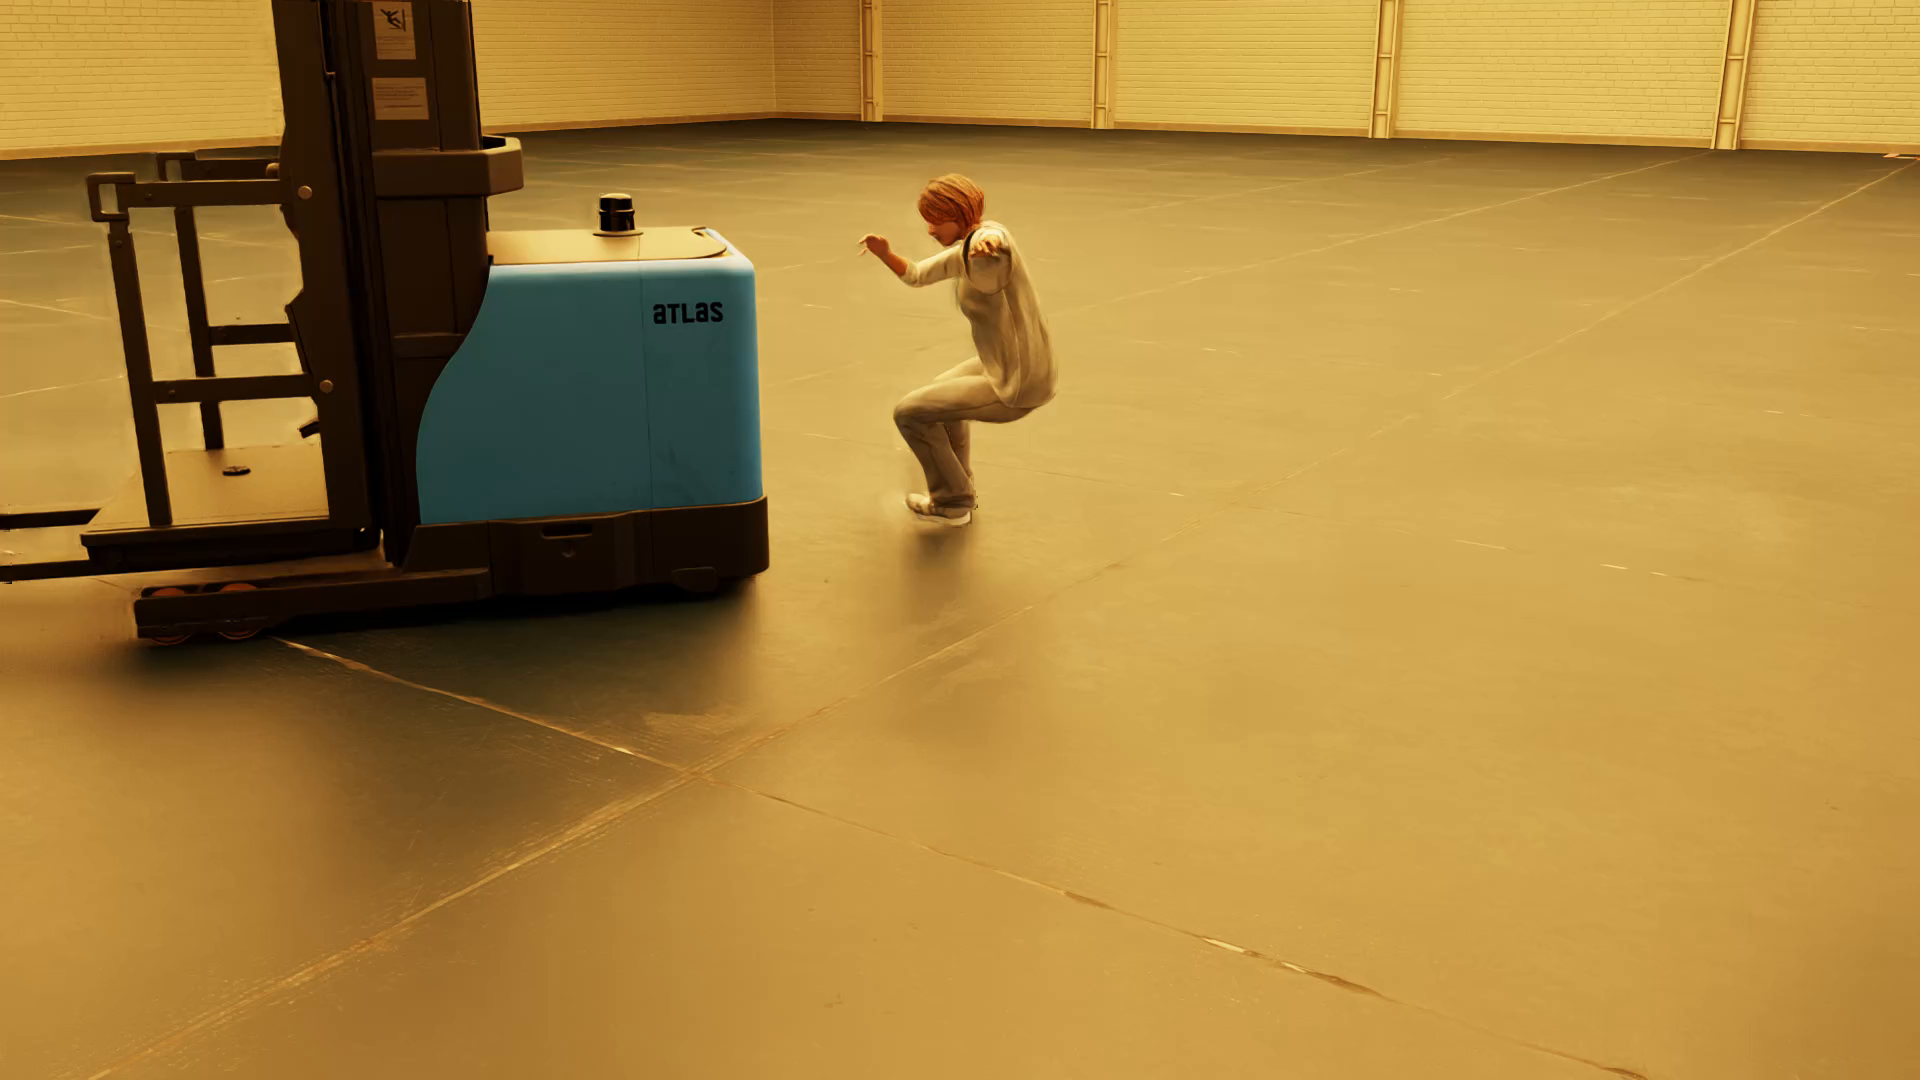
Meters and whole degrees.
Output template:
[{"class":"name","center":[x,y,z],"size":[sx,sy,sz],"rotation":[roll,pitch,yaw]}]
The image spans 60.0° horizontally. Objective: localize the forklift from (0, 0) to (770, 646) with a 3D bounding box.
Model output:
[{"class":"forklift","center":[-2.195,-1.260,5.046],"size":[3.031,2.935,1.130],"rotation":[-4,17,-14]}]

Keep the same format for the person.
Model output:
[{"class":"person","center":[-0.009,-0.570,5.670],"size":[0.665,1.290,1.305],"rotation":[2,17,6]}]
